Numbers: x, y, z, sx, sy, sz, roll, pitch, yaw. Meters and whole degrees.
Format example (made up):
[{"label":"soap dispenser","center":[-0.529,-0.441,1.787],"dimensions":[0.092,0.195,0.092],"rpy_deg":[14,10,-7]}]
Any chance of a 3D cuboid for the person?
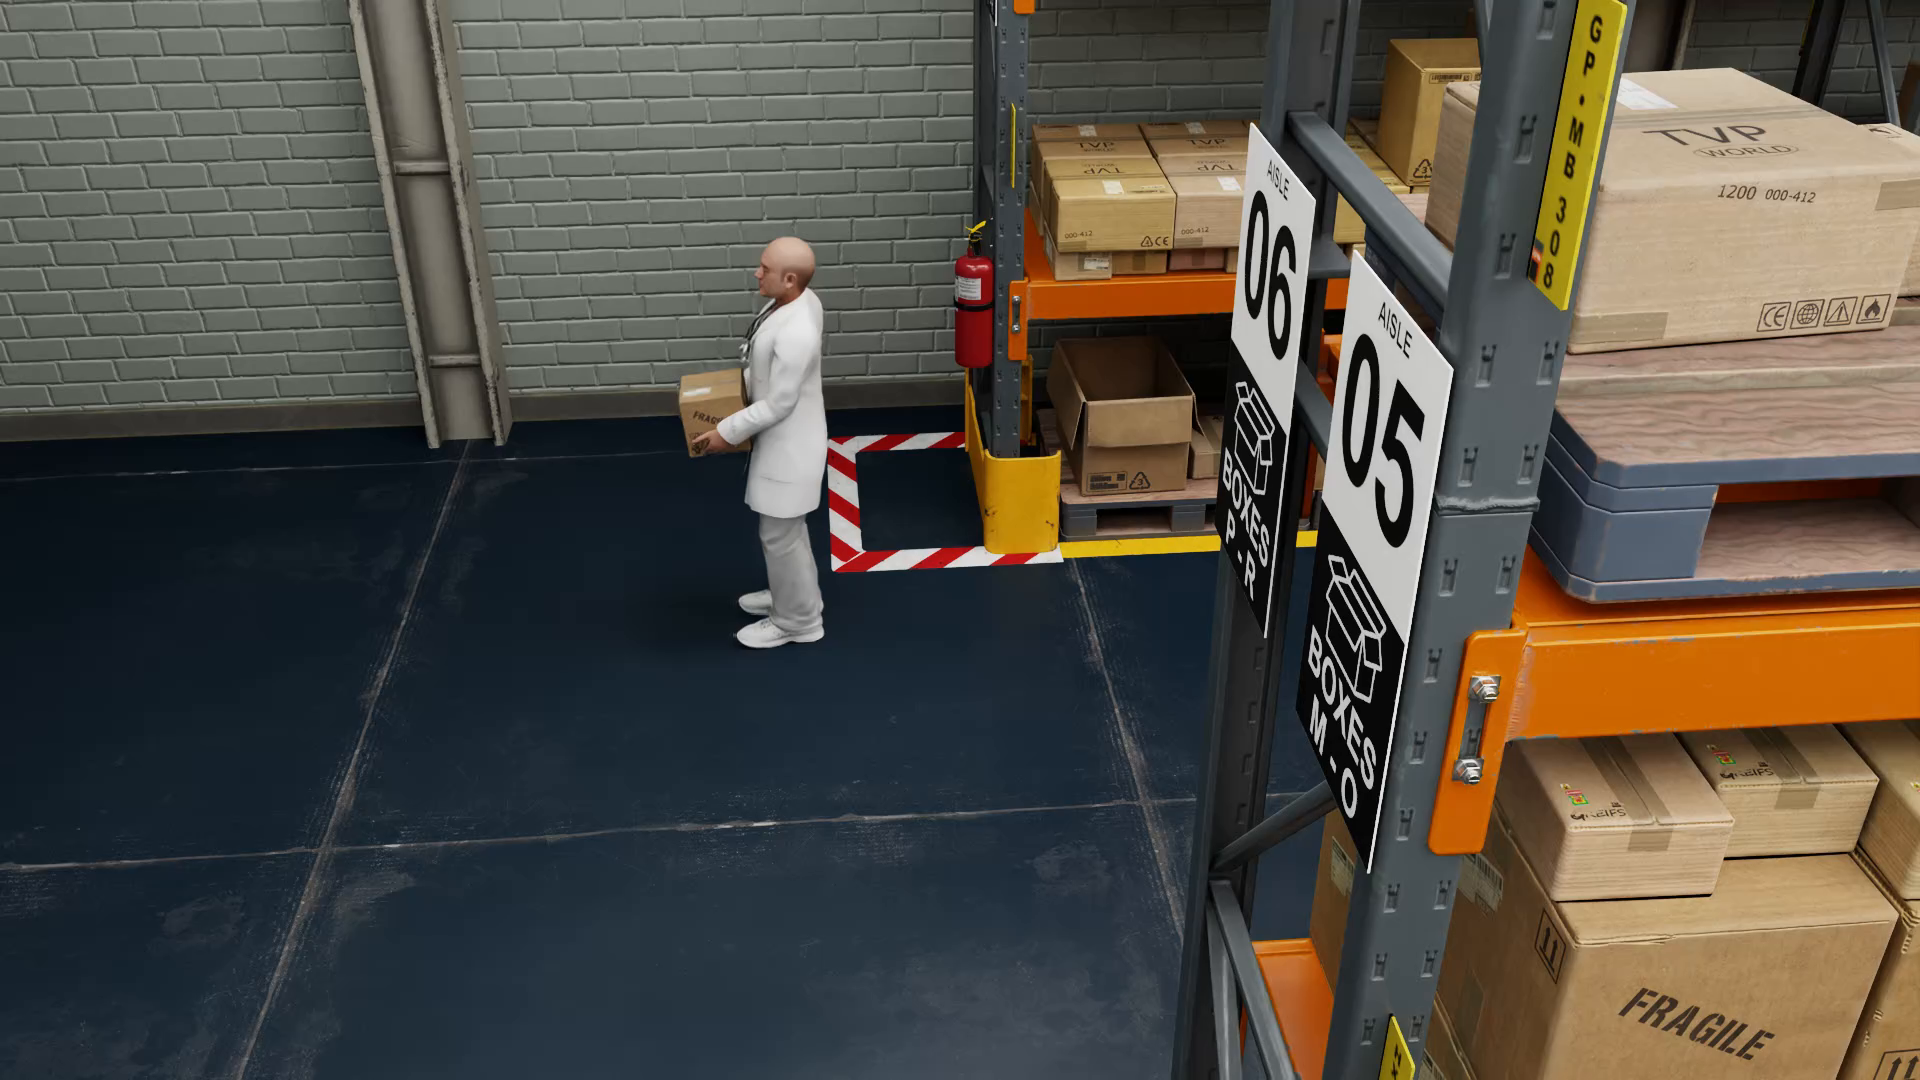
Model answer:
[{"label":"person","center":[-0.807,-0.387,6.793],"dimensions":[0.541,1.779,0.542],"rpy_deg":[-3,31,-5]}]
